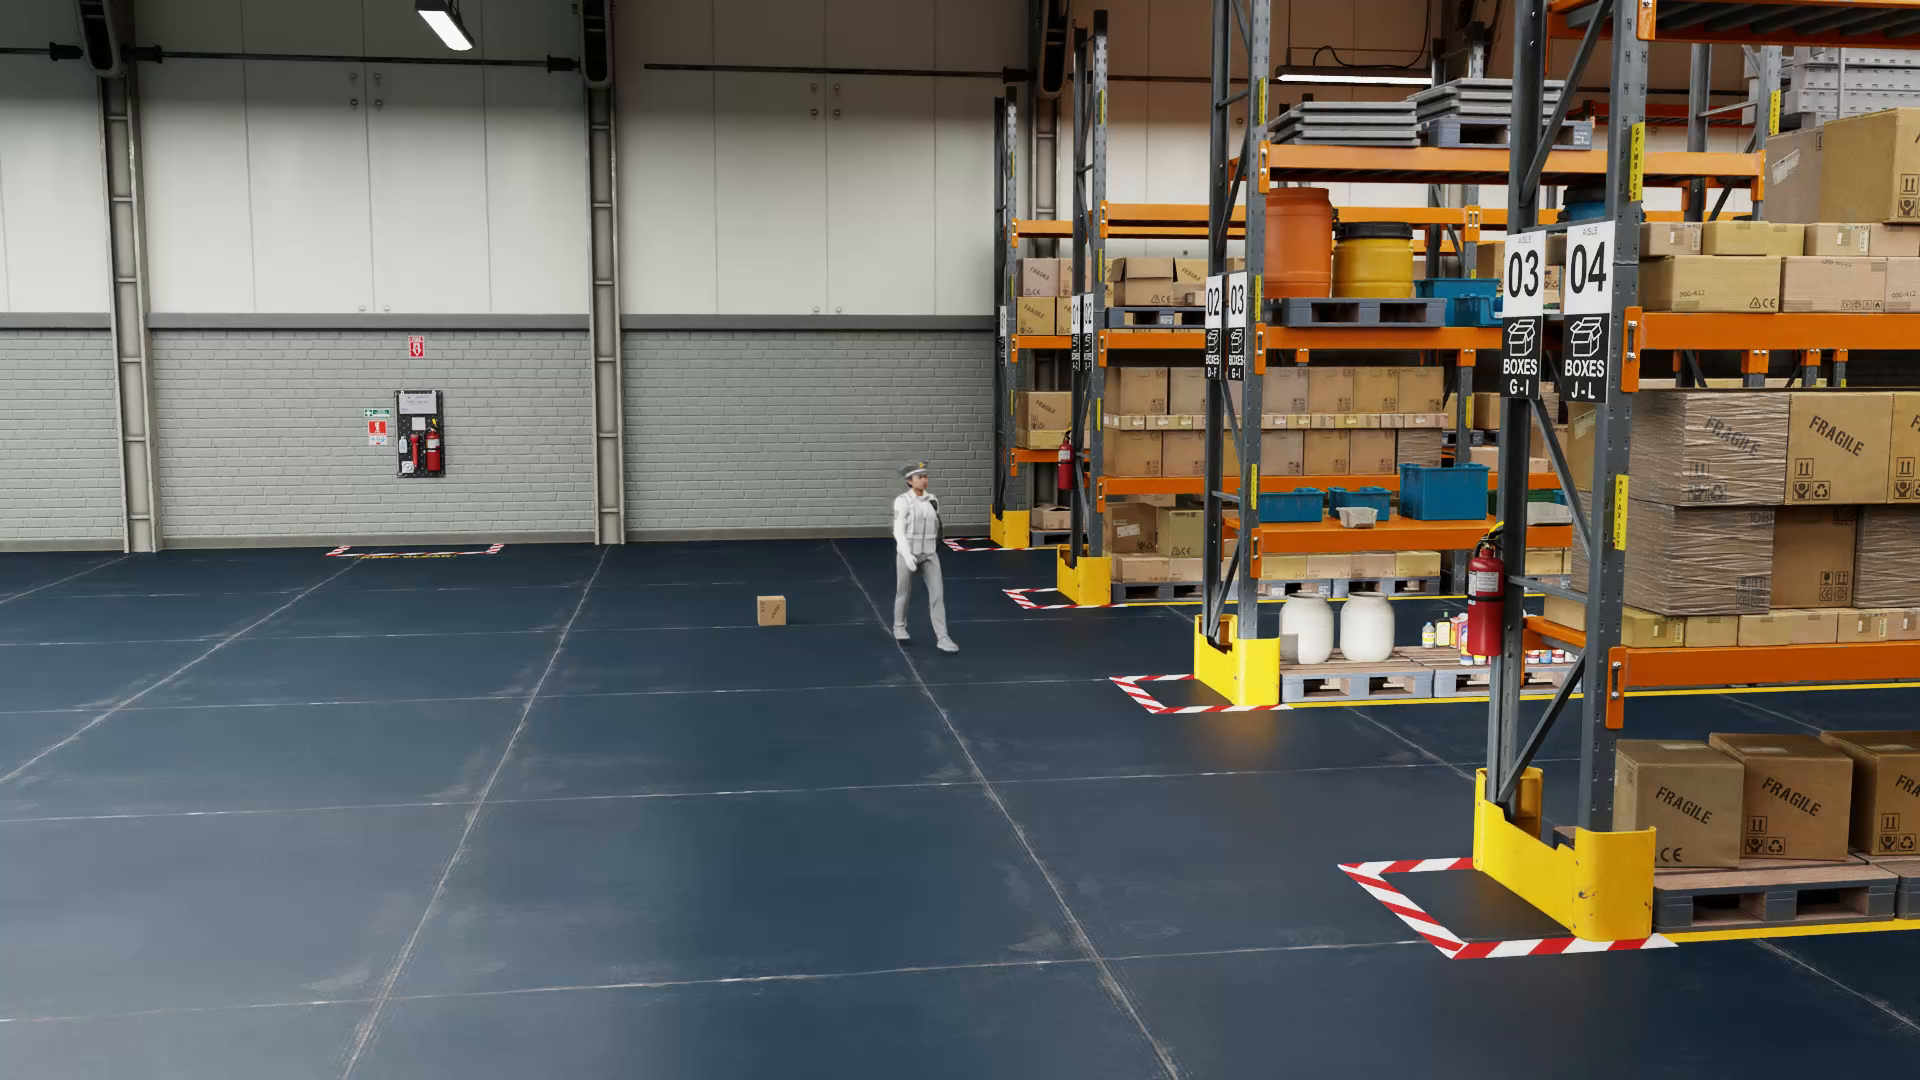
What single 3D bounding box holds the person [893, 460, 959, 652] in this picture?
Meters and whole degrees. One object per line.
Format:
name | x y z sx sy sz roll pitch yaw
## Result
person | -0.353 0.118 14.582 0.478 1.630 0.990 -3 7 -24
